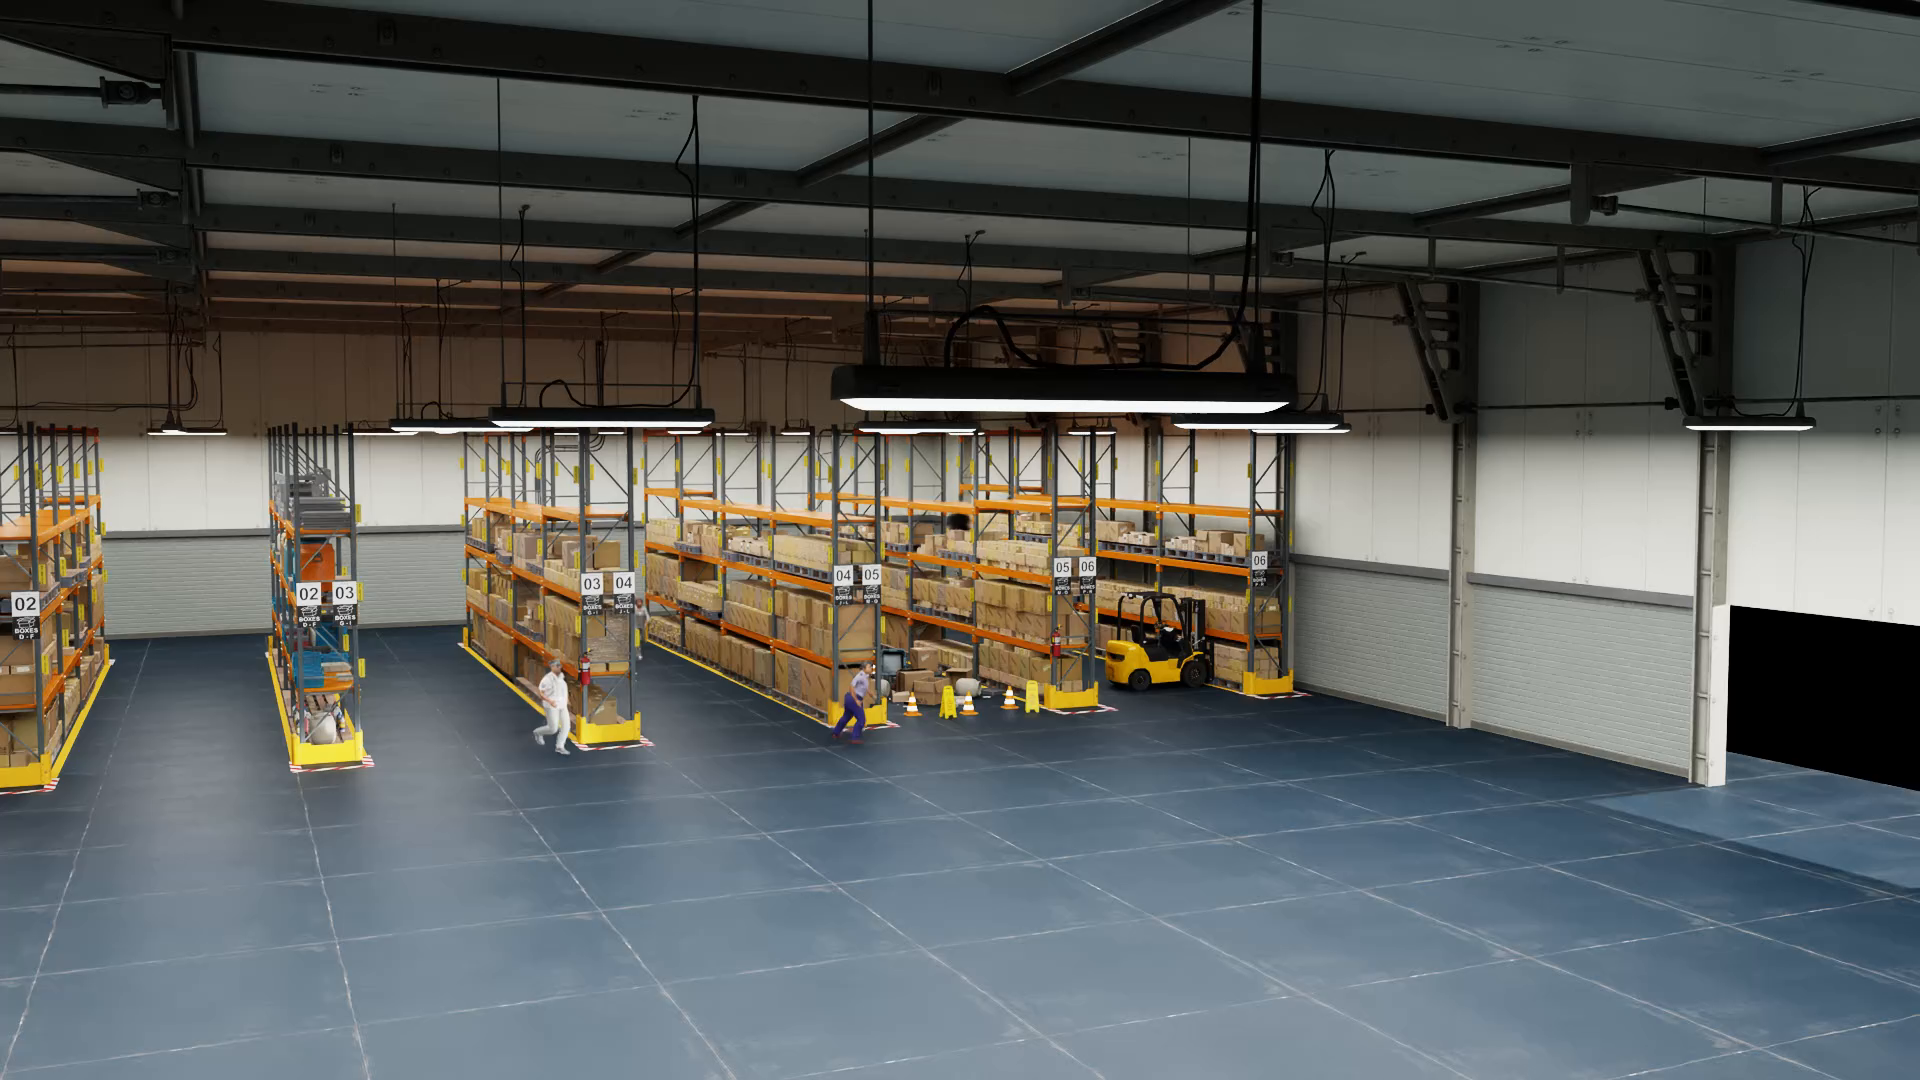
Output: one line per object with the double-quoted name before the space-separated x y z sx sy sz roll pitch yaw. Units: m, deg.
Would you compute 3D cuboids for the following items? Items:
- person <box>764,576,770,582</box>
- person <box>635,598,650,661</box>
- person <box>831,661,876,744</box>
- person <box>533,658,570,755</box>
"person" -5.748 1.818 50.560 0.819 1.655 0.613 -2 4 -35
"person" -8.348 2.298 43.218 0.555 1.604 0.800 -1 4 -21
"person" -1.998 3.043 31.270 0.852 1.569 0.662 0 3 -4
"person" -7.419 3.017 30.321 0.779 1.752 0.677 2 4 31
